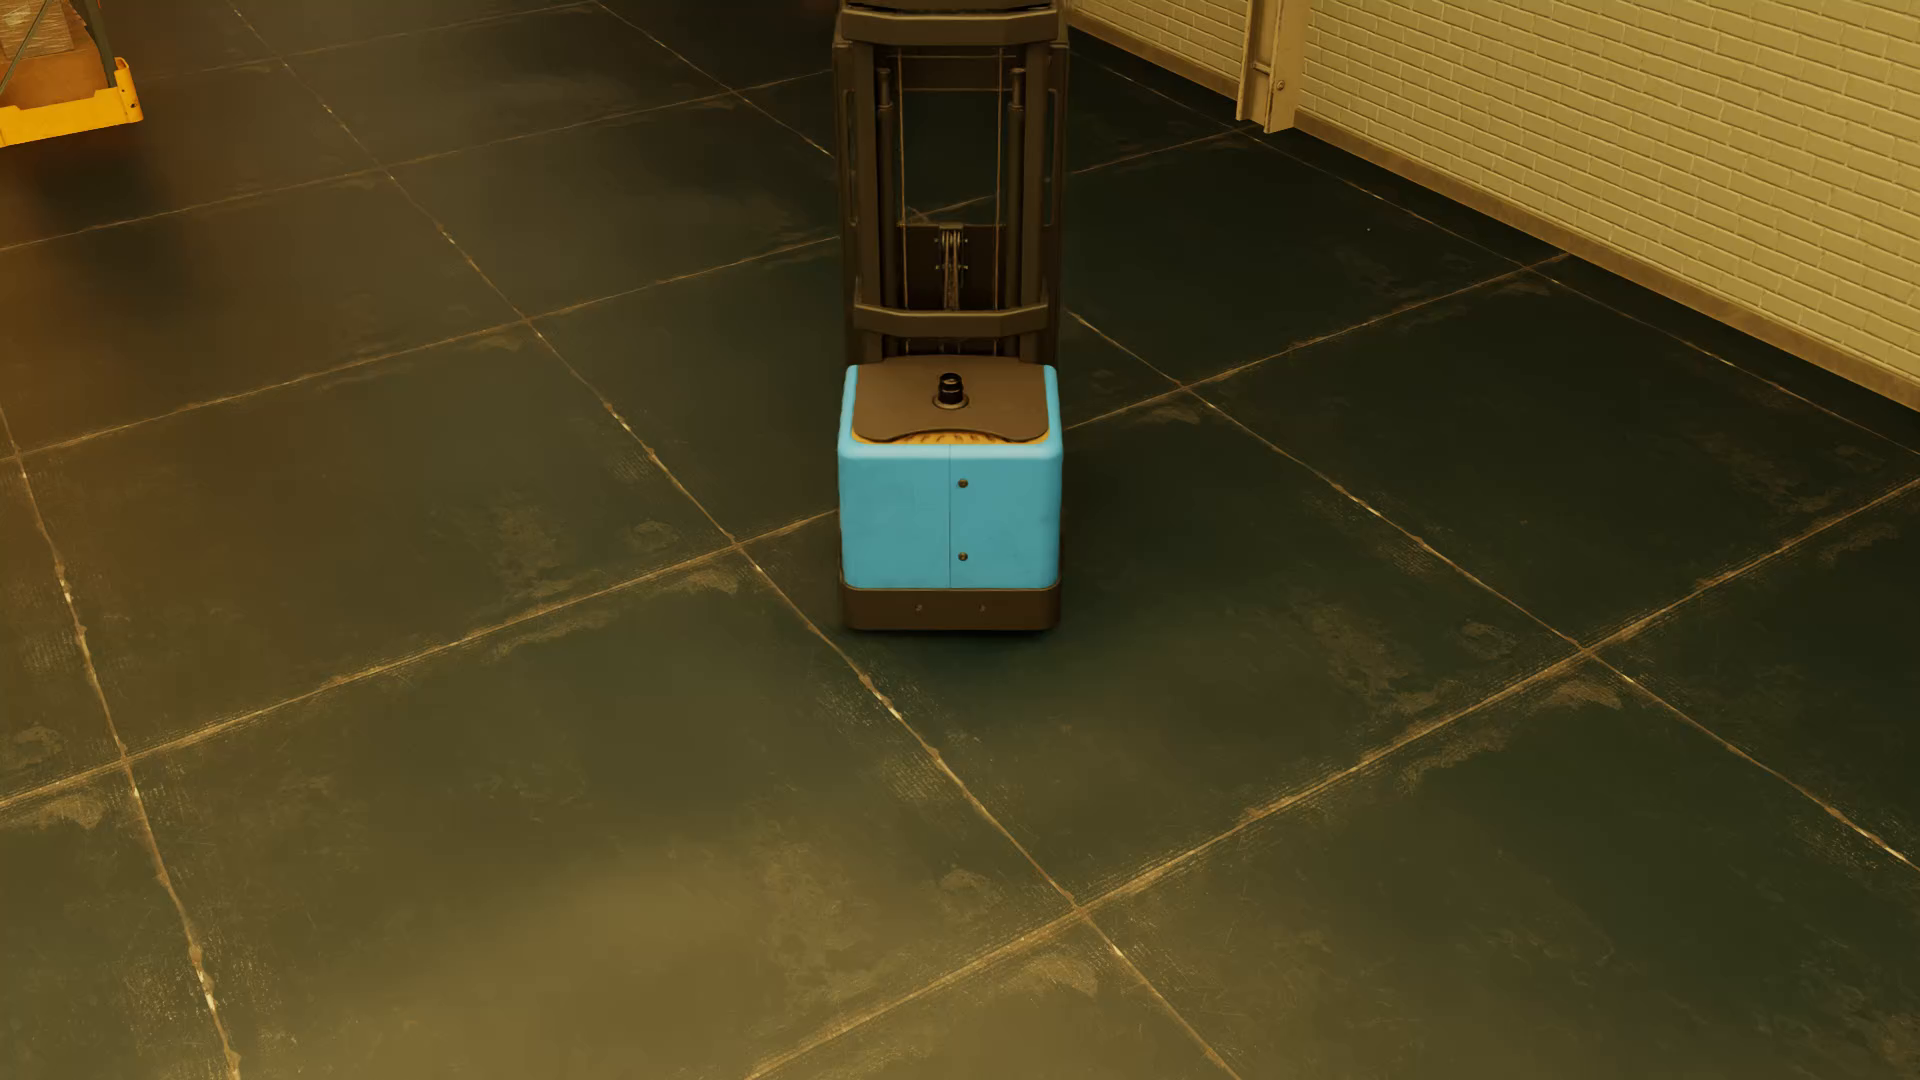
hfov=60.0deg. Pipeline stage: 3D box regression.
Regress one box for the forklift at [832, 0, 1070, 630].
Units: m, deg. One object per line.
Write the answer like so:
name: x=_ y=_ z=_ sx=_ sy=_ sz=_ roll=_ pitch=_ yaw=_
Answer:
forklift: x=-0.042 y=-1.579 z=8.395 sx=1.130 sy=2.935 sz=3.031 roll=0 pitch=35 yaw=0
